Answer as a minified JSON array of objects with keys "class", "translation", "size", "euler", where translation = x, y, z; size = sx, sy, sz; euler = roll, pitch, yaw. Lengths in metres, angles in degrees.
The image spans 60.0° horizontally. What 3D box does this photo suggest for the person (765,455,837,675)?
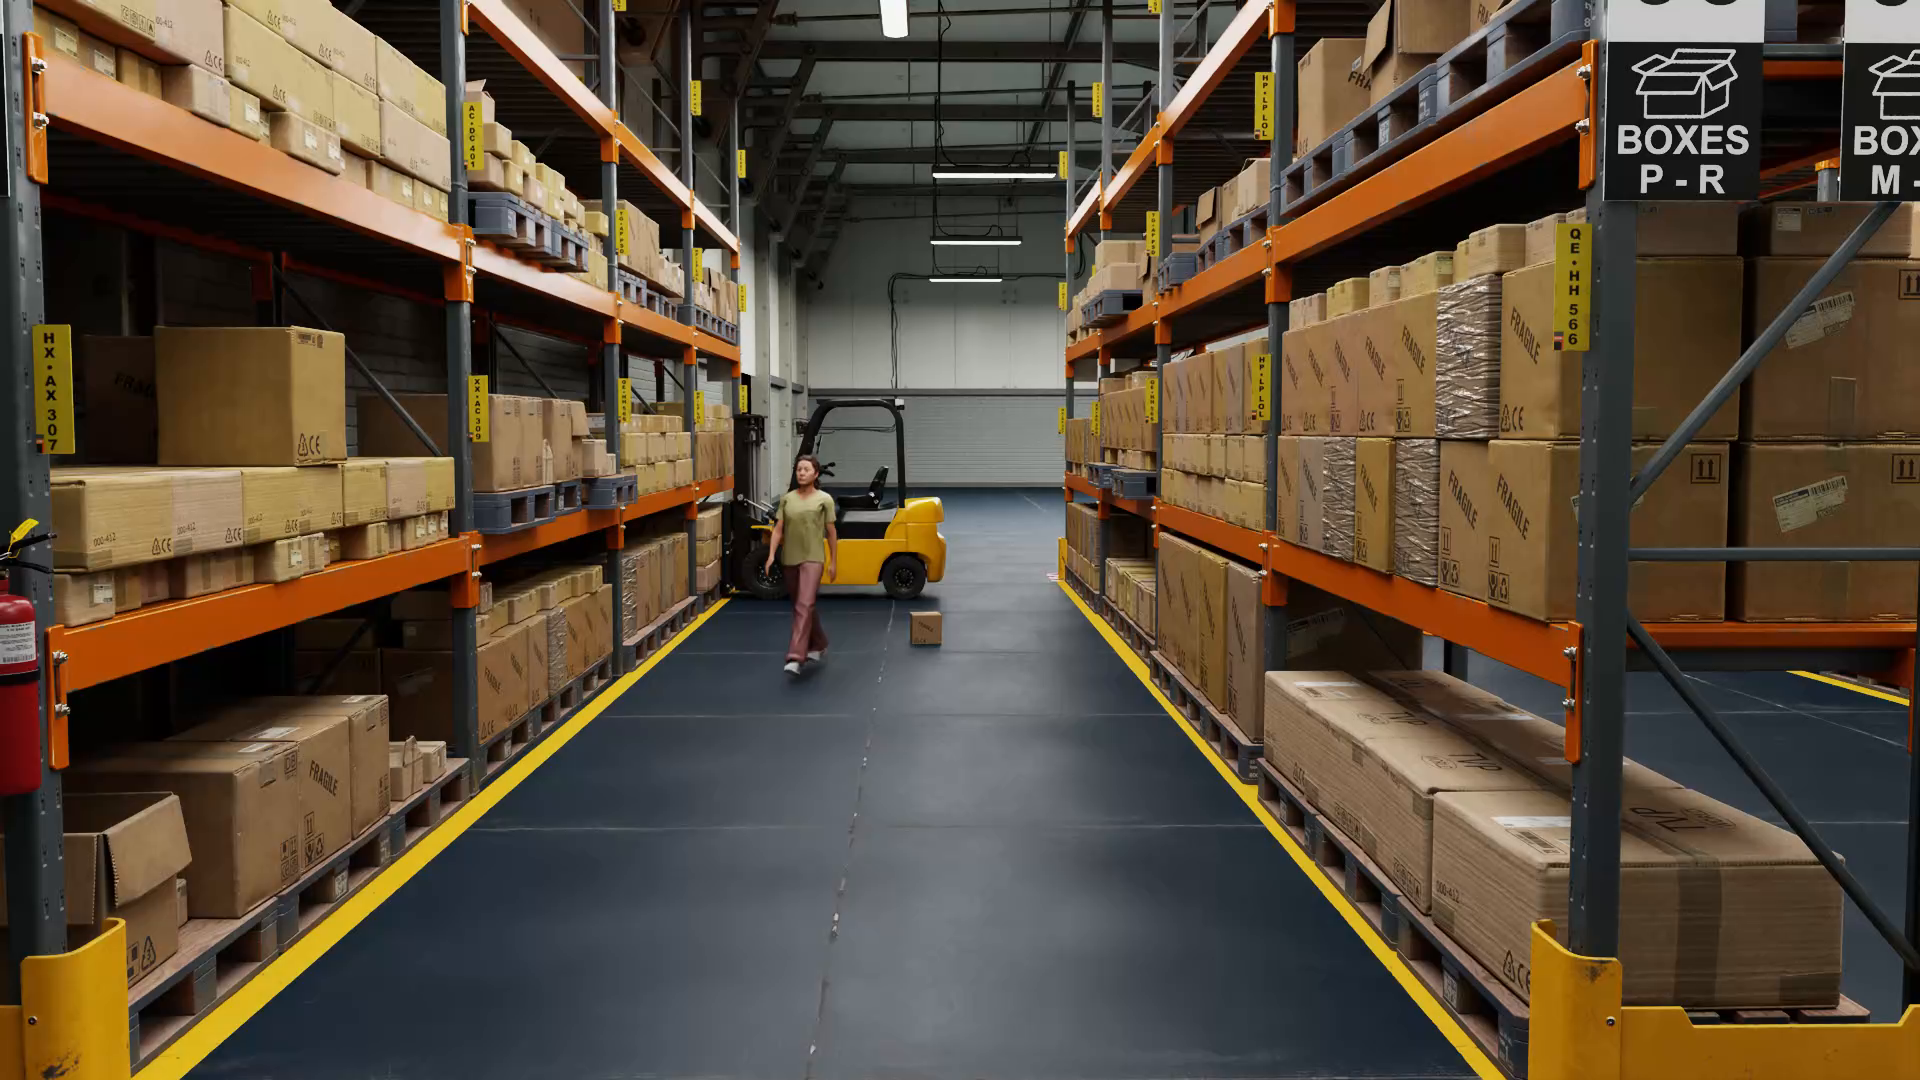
[{"class":"person","translation":[-1.202,0.169,12.454],"size":[0.457,1.615,1.027],"euler":[1,4,18]}]
